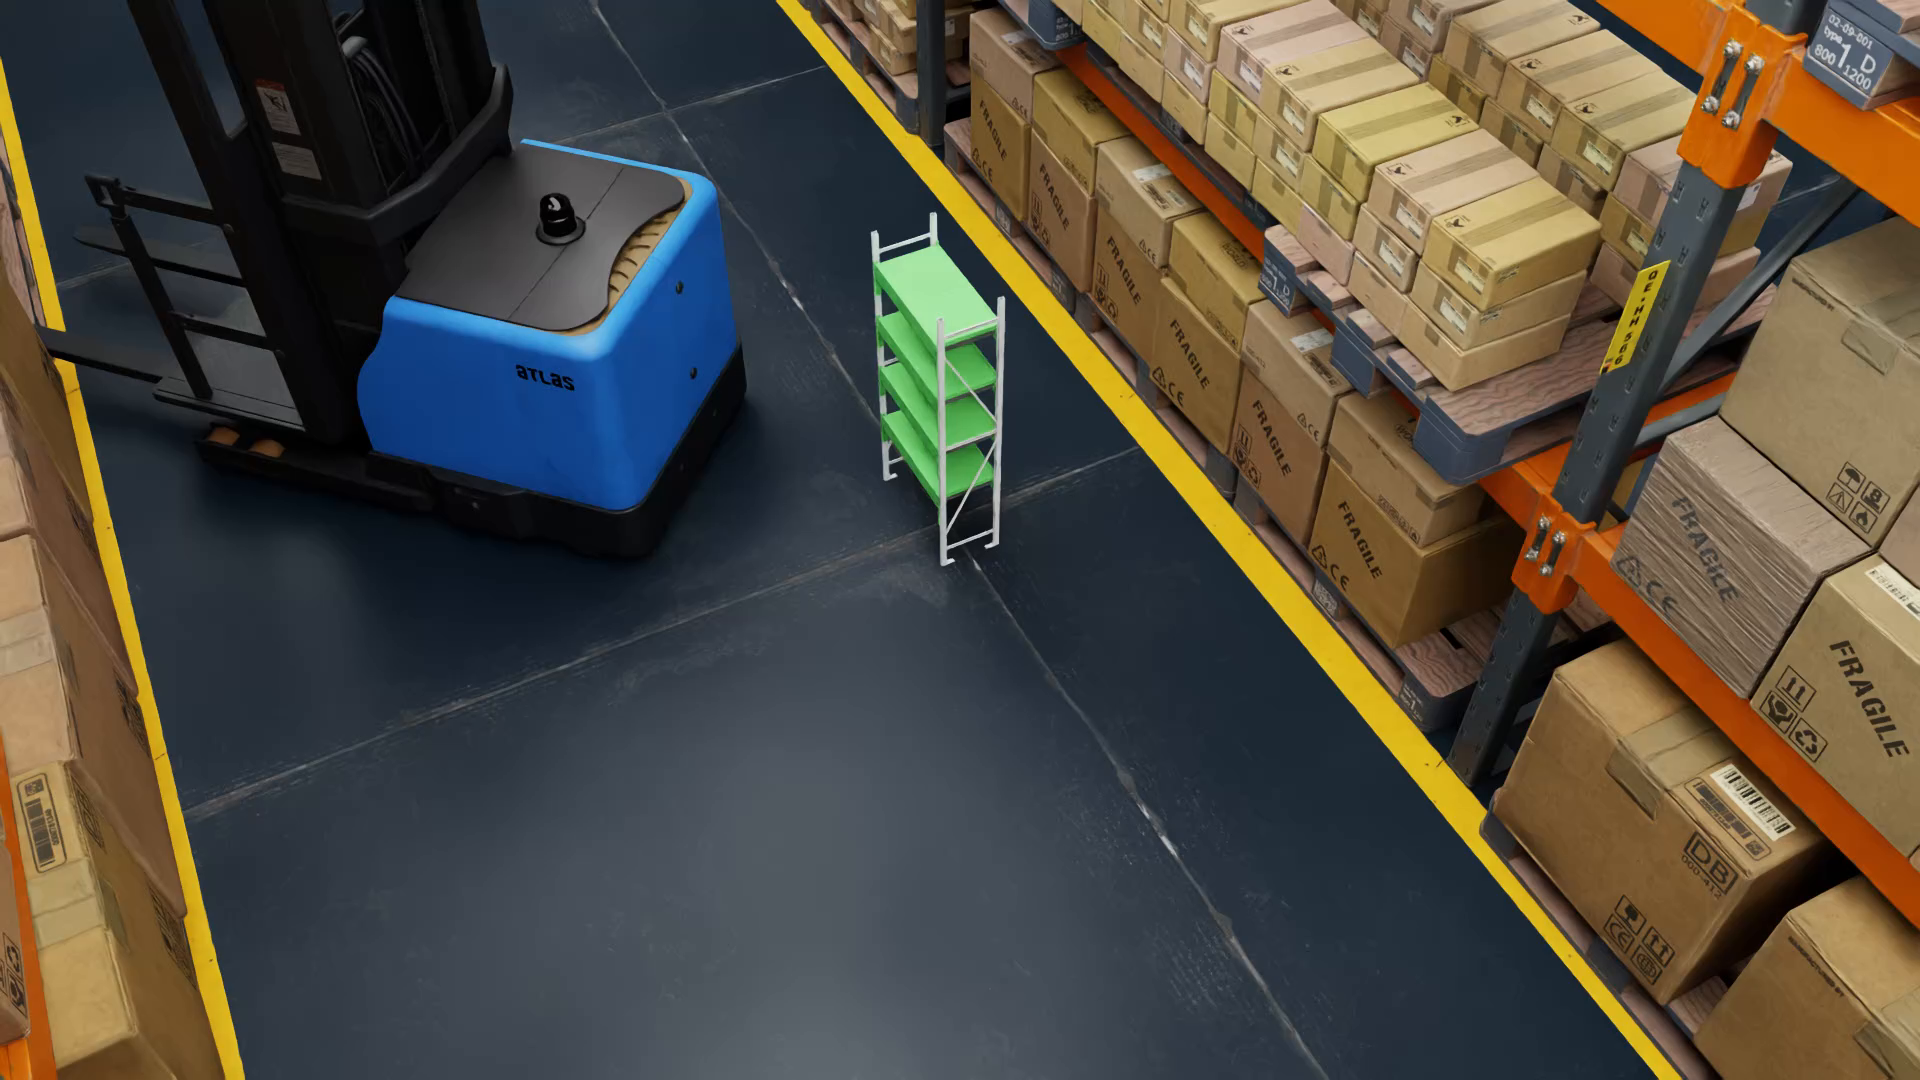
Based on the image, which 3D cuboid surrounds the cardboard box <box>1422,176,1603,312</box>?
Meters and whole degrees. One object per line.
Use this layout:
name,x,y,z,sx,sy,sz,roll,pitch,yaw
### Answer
cardboard box,1.473,-0.793,4.444,0.380,0.149,0.250,-23,53,-19

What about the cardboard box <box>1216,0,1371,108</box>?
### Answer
cardboard box,1.009,-1.478,5.043,0.380,0.149,0.250,-21,52,-18

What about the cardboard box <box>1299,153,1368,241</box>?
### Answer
cardboard box,1.227,-1.052,4.868,0.380,0.149,0.250,-20,52,-17

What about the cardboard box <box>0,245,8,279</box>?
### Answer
cardboard box,-4.413,-1.316,6.541,0.875,0.875,0.875,-21,52,-18

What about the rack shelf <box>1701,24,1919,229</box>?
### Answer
rack shelf,3.020,0.216,2.553,1.077,0.370,4.000,-21,52,-18

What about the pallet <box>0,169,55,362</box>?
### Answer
pallet,-4.461,-1.026,7.007,1.003,0.211,1.213,-21,52,-18

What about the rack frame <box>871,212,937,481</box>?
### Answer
rack frame,-0.187,-0.669,6.038,0.240,1.200,0.015,-21,52,-18

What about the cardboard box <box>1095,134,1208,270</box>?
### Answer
cardboard box,0.853,-1.327,6.302,0.500,0.250,0.500,-19,52,-16

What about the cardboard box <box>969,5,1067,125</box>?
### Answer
cardboard box,0.377,-2.026,6.912,0.500,0.250,0.500,-23,53,-19

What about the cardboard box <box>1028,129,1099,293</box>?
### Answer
cardboard box,0.620,-1.425,6.885,0.500,0.500,0.500,-19,52,-16

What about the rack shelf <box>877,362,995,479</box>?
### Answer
rack shelf,-0.076,-0.464,5.943,0.258,0.148,0.480,-21,52,-18

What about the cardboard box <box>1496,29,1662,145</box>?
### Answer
cardboard box,1.832,-1.344,4.925,0.380,0.149,0.250,-21,52,-18

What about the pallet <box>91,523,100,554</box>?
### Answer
pallet,-3.762,0.000,6.110,1.003,0.211,1.213,-21,52,-18

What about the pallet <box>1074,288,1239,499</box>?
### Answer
pallet,1.194,-0.793,6.803,1.003,0.211,1.213,-21,52,-18

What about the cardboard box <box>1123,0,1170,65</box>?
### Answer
cardboard box,0.763,-1.734,5.464,0.380,0.149,0.250,-22,52,-18

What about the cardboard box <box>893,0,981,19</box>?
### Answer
cardboard box,-0.120,-2.593,7.745,0.380,0.149,0.250,-20,52,-17

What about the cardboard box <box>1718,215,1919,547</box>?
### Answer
cardboard box,2.301,-0.430,3.903,0.700,0.500,0.500,-21,52,-18

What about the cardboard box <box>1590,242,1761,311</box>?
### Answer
cardboard box,2.079,-0.796,4.842,0.380,0.149,0.250,-22,52,-18

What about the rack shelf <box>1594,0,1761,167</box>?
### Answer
rack shelf,1.189,-2.461,4.895,1.077,0.370,4.000,-21,52,-18

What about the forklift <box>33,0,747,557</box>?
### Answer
forklift,-2.432,-1.562,5.669,3.031,2.935,1.130,14,50,12

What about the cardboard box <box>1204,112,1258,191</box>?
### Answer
cardboard box,1.005,-1.286,5.270,0.380,0.149,0.250,-23,53,-19

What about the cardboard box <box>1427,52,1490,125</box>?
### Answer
cardboard box,1.695,-1.445,5.211,0.380,0.149,0.250,-21,52,-17

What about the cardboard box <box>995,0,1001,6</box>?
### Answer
cardboard box,0.393,-2.603,8.149,0.380,0.149,0.250,-23,53,-19

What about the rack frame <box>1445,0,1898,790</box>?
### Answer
rack frame,2.105,-0.372,4.582,1.000,3.000,0.127,-21,52,-18

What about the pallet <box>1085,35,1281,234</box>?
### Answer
pallet,1.162,-1.619,5.801,1.003,0.211,1.213,-21,52,-18

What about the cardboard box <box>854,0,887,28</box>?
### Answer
cardboard box,-0.287,-2.625,7.970,0.380,0.149,0.250,-23,53,-19

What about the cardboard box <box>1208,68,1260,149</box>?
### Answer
cardboard box,1.001,-1.387,5.161,0.380,0.149,0.250,-21,52,-18

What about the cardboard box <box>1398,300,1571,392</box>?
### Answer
cardboard box,1.470,-0.599,4.669,0.380,0.149,0.250,-20,52,-17

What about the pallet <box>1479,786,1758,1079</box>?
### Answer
pallet,2.398,1.100,5.148,1.003,0.211,1.213,-21,52,-18

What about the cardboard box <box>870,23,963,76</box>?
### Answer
cardboard box,-0.208,-2.394,7.966,0.380,0.149,0.250,-21,52,-17

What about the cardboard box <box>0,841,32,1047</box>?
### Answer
cardboard box,-2.332,0.817,3.476,0.500,0.500,0.500,-20,52,-16

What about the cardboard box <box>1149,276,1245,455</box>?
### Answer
cardboard box,1.080,-0.735,6.281,0.500,0.500,0.500,-23,53,-19

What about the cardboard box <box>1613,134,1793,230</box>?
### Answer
cardboard box,2.063,-1.002,4.626,0.380,0.149,0.250,-21,52,-17

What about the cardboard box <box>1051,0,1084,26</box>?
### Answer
cardboard box,0.519,-1.992,5.887,0.380,0.149,0.250,-23,53,-19

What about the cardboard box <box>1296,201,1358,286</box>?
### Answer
cardboard box,1.240,-0.938,4.966,0.380,0.149,0.250,-20,52,-17

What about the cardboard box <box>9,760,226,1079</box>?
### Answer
cardboard box,-2.649,1.361,4.199,1.225,0.875,0.875,-23,53,-19

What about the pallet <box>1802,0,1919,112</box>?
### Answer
pallet,2.446,-0.885,3.164,1.213,0.211,1.003,-19,51,-16

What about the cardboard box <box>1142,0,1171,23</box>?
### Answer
cardboard box,0.765,-1.834,5.354,0.380,0.149,0.250,-20,52,-16

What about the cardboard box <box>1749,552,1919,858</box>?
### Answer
cardboard box,2.305,0.328,3.904,0.500,0.500,0.500,-22,52,-18

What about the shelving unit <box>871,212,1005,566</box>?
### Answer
shelving unit,-0.076,-0.506,5.895,0.258,1.200,0.503,-21,52,-18

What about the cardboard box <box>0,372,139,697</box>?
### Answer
cardboard box,-3.462,0.172,5.239,1.225,0.875,0.875,-23,53,-19

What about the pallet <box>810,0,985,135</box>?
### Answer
pallet,-0.065,-2.568,8.356,1.003,0.211,1.213,-21,52,-18

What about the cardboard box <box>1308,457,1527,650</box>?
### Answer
cardboard box,1.571,-0.038,5.672,0.500,0.500,0.500,-21,52,-18

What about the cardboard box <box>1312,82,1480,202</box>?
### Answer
cardboard box,1.240,-1.138,4.745,0.380,0.149,0.250,-20,52,-16

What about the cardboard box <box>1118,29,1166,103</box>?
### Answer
cardboard box,0.760,-1.641,5.580,0.380,0.149,0.250,-23,53,-19

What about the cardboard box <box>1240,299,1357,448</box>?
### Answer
cardboard box,1.318,-0.636,5.697,0.500,0.250,0.500,-20,52,-17

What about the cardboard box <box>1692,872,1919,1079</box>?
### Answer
cardboard box,2.706,1.253,4.377,1.050,0.750,0.750,-20,52,-17

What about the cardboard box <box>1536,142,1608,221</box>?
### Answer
cardboard box,1.936,-1.099,4.909,0.380,0.149,0.250,-19,51,-16

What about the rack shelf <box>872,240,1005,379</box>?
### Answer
rack shelf,-0.076,-0.780,5.582,0.258,0.148,0.480,-21,52,-18

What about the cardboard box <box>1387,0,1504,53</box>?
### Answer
cardboard box,1.586,-1.702,5.238,0.380,0.149,0.250,-19,51,-16

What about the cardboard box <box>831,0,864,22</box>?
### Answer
cardboard box,-0.431,-2.751,8.278,0.380,0.149,0.250,-23,53,-19

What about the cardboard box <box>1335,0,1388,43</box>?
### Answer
cardboard box,1.471,-1.779,5.504,0.380,0.149,0.250,-22,52,-18

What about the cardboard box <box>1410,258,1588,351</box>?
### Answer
cardboard box,1.474,-0.699,4.559,0.380,0.149,0.250,-20,52,-17
